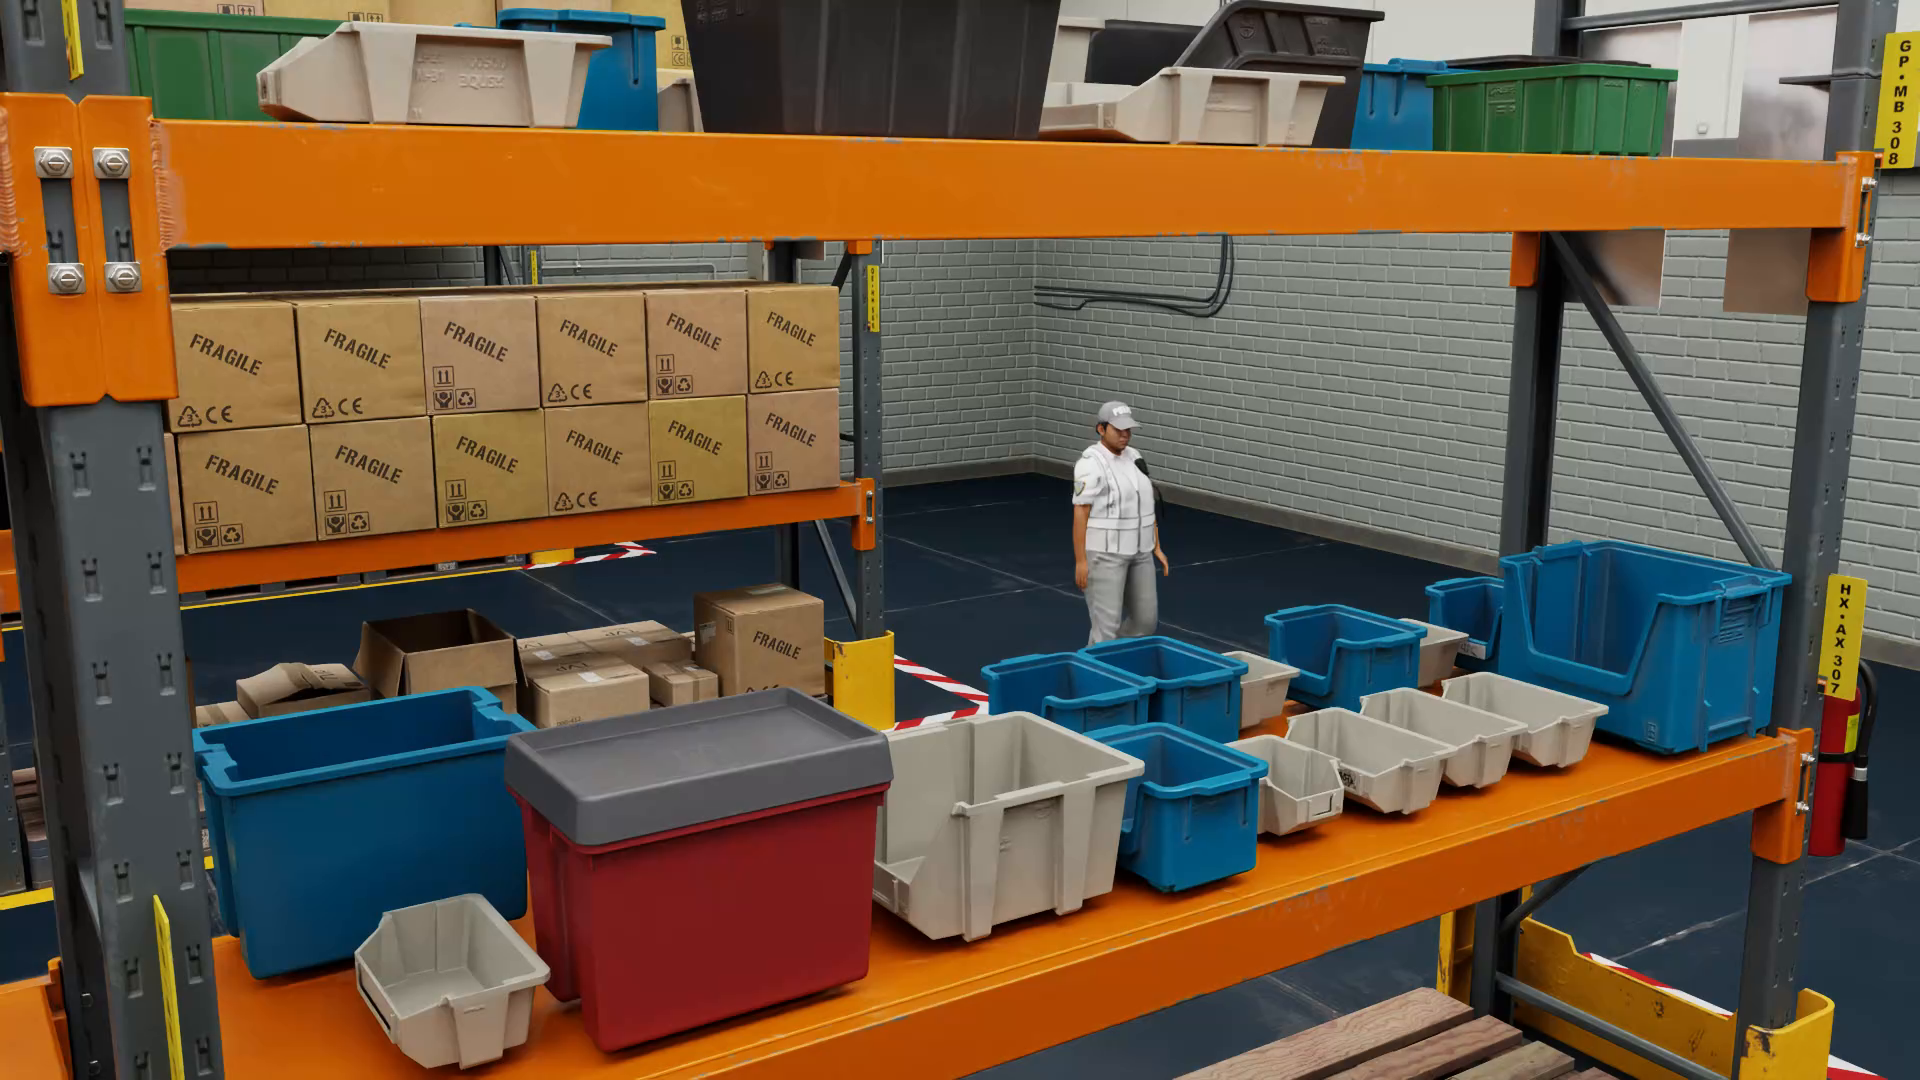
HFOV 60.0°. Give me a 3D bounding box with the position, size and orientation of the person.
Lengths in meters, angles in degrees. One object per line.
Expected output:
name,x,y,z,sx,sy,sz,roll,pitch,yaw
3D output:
person,0.873,0.099,8.885,0.519,1.676,0.445,-9,15,-38
